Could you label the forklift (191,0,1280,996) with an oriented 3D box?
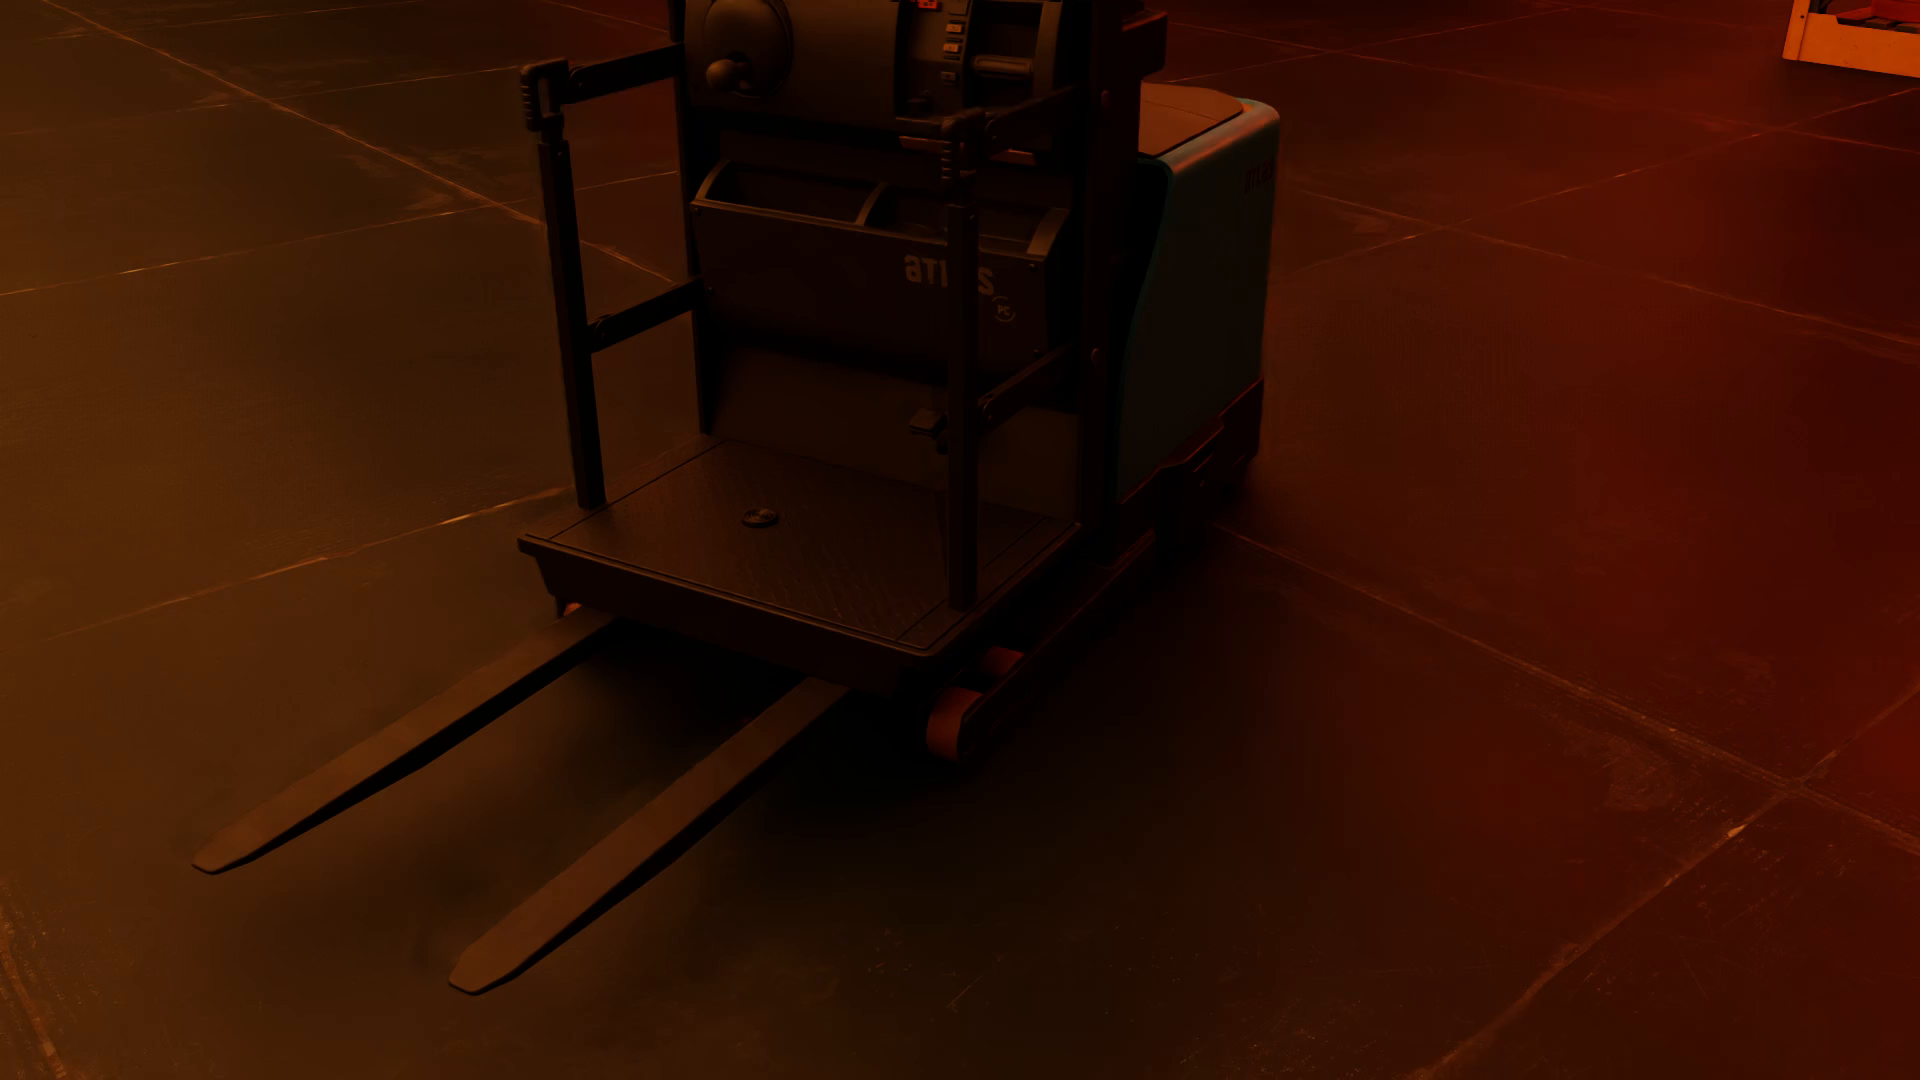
[{"bbox_3d":[-0.294,-1.066,3.352,1.130,2.935,3.031,14,30,26],"label":"forklift"}]
